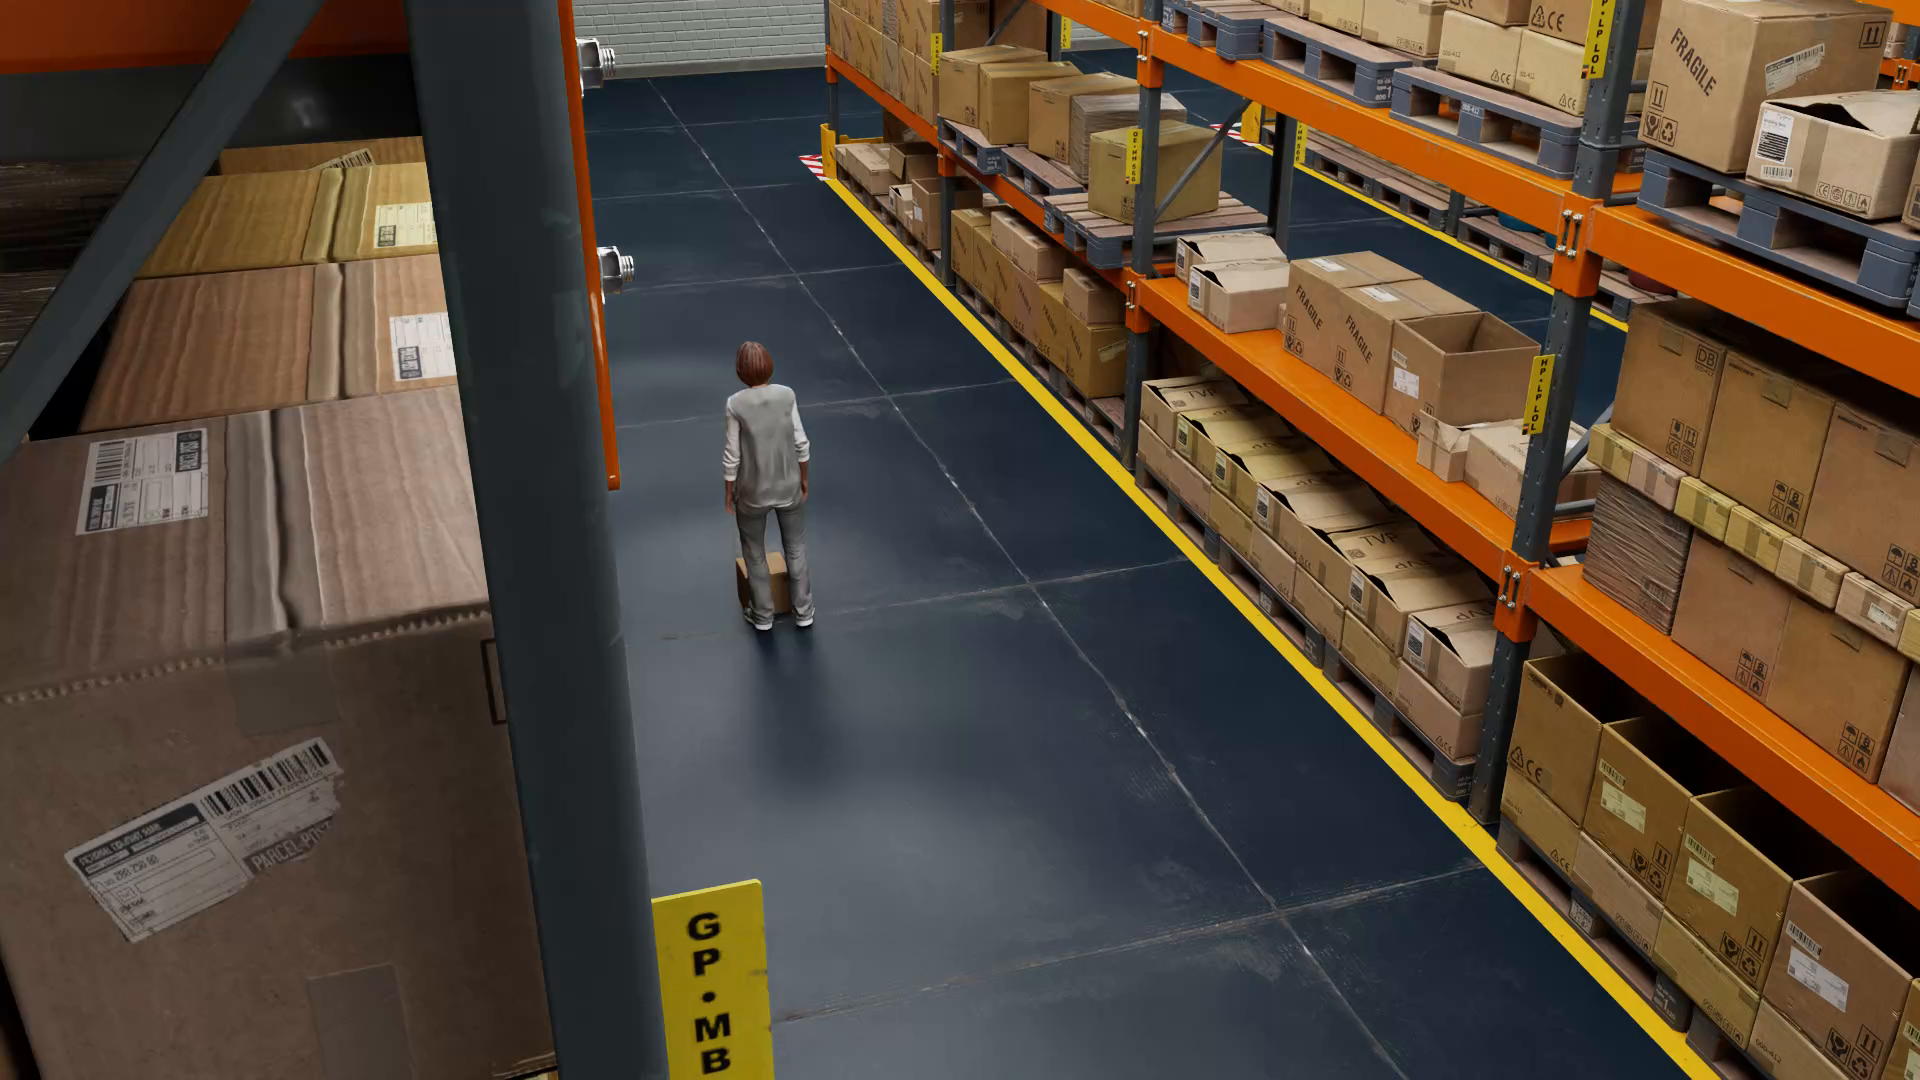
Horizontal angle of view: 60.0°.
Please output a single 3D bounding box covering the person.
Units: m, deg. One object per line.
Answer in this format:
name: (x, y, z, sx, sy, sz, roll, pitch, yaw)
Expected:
person: (-1.000, -0.260, 8.646, 0.477, 1.591, 0.377, -10, 28, -19)
